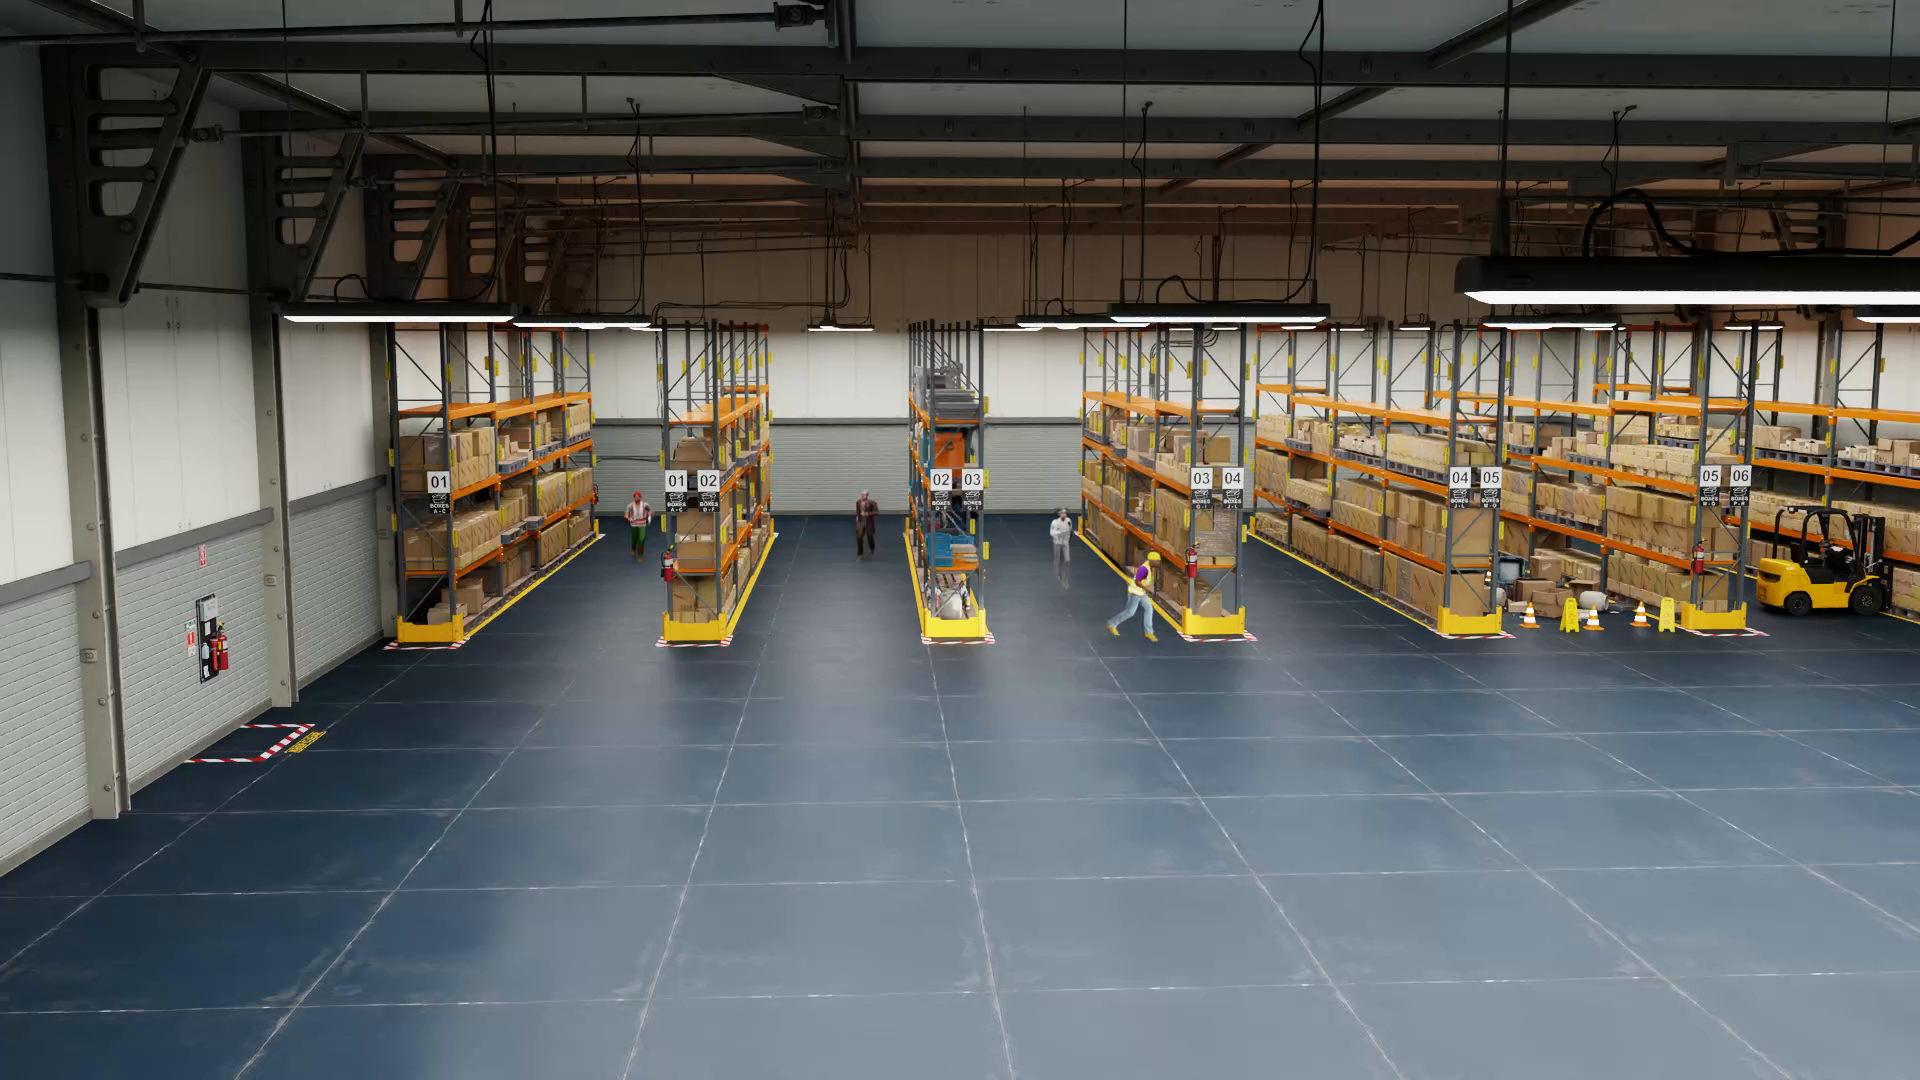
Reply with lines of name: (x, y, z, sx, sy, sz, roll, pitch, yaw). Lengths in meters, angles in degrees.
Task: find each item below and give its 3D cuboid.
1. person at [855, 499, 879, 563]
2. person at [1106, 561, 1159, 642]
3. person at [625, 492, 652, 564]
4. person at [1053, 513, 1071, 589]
person: (-2.360, -0.259, 42.300, 0.650, 1.641, 1.128, 1, 7, 10)
person: (3.258, 1.154, 31.245, 1.024, 1.520, 0.703, 2, 7, 17)
person: (-8.118, -0.341, 42.005, 0.667, 1.786, 0.956, -1, 7, -11)
person: (2.231, 0.170, 36.299, 0.441, 1.757, 0.766, -2, 7, -13)
